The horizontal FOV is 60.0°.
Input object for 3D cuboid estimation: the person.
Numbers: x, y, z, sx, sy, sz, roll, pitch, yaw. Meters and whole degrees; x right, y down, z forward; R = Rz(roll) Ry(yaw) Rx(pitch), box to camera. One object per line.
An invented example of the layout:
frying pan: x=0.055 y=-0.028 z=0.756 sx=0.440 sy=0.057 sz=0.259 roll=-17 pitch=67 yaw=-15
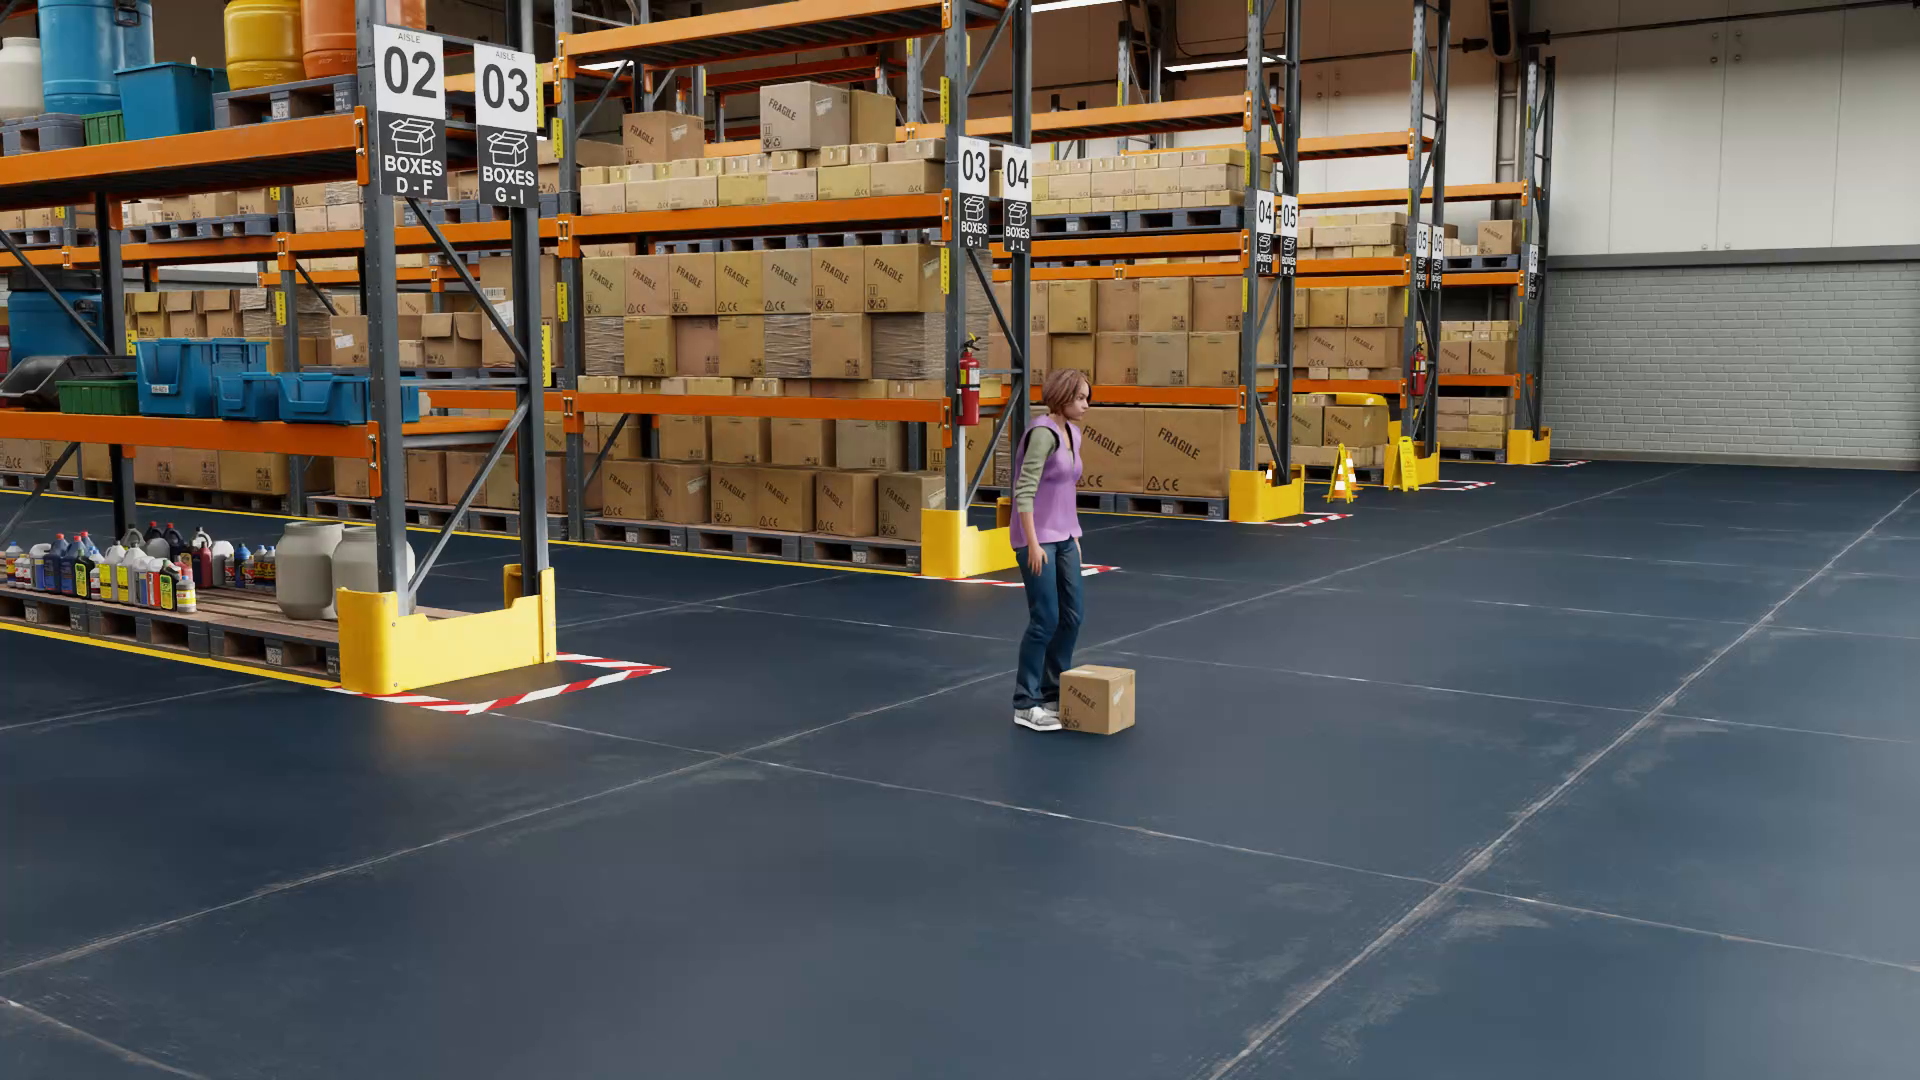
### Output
person: x=0.420 y=0.031 z=7.443 sx=0.377 sy=1.590 sz=0.469 roll=4 pitch=8 yaw=31
